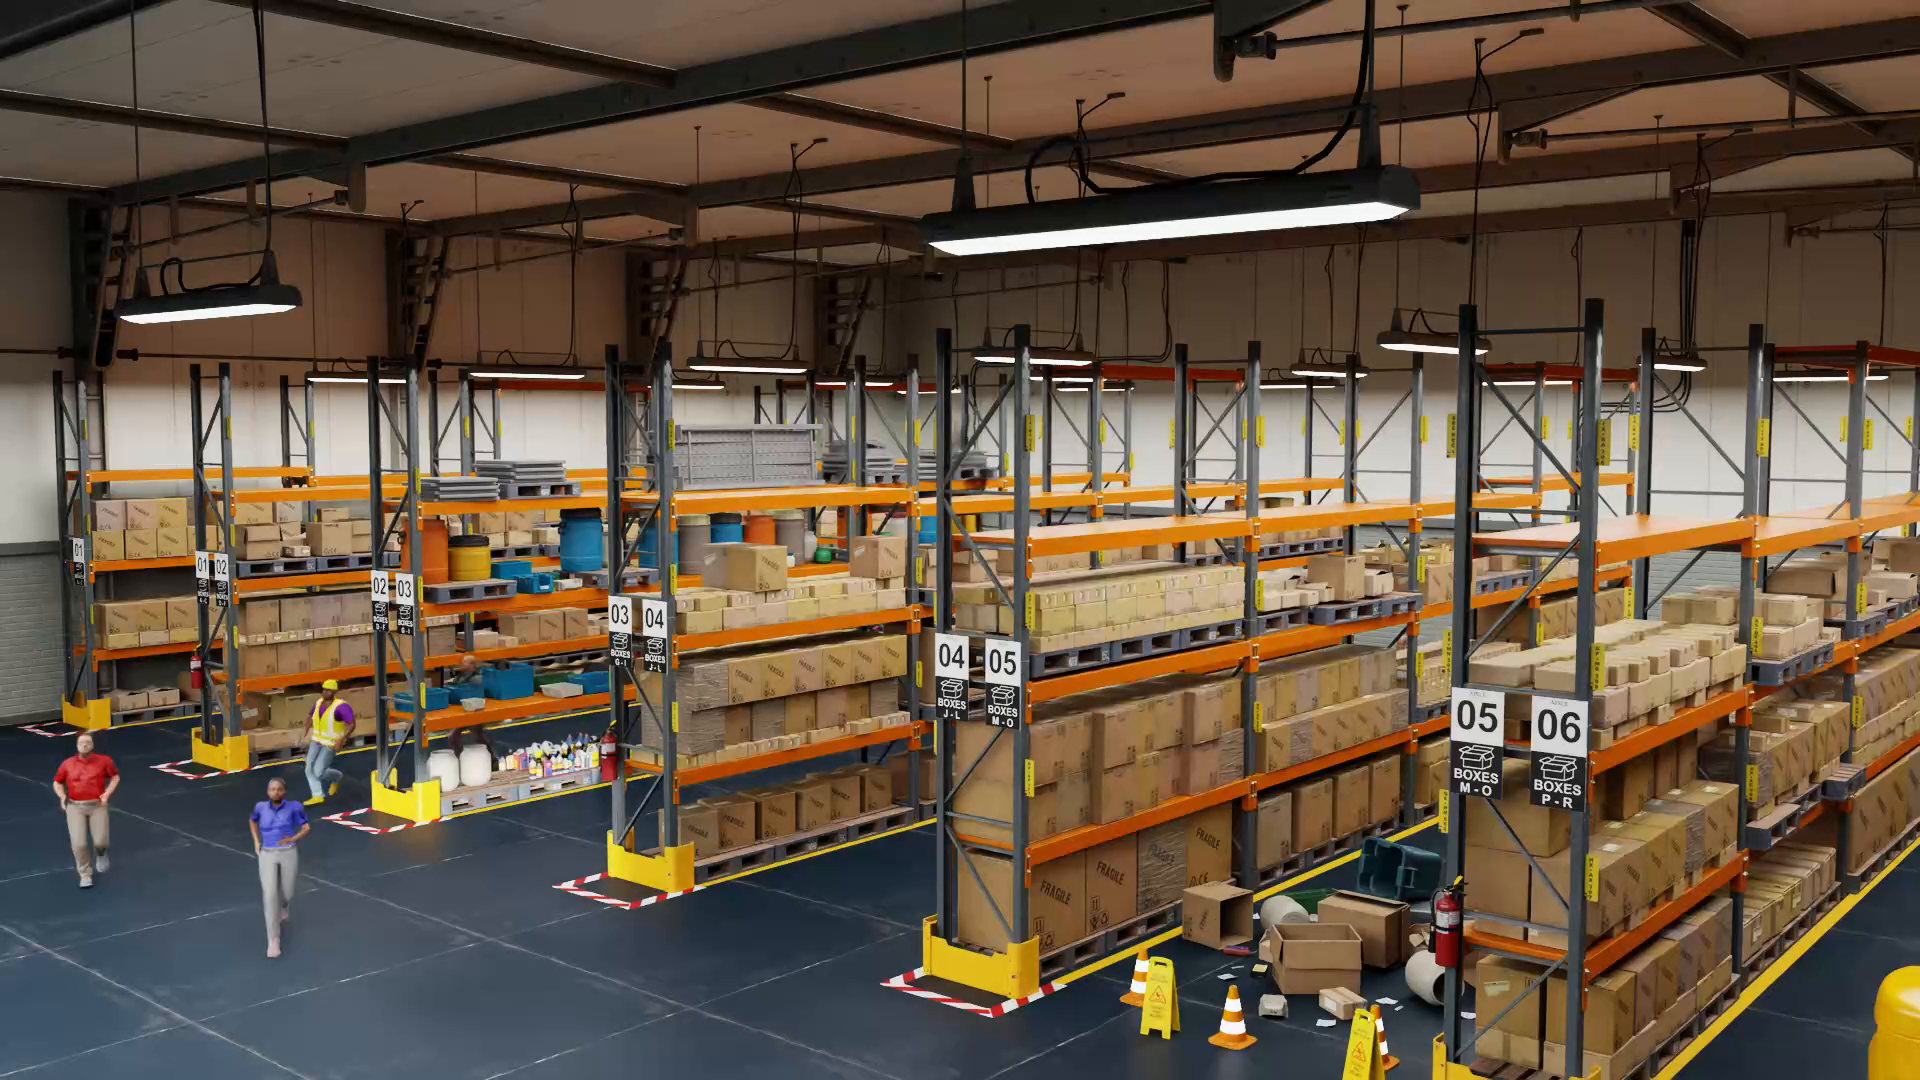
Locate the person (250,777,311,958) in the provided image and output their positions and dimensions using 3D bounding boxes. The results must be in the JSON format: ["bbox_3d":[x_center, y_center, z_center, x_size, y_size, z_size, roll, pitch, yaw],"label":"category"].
[{"bbox_3d":[-6.711,3.167,16.445,0.543,1.688,1.047,-2,5,-26],"label":"person"}]

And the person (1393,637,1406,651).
[{"bbox_3d":[6.820,2.384,25.896,0.710,1.792,1.054,3,5,38],"label":"person"}]

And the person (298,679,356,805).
[{"bbox_3d":[-8.485,2.707,22.338,0.753,1.704,0.555,2,4,23],"label":"person"}]

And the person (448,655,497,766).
[{"bbox_3d":[-7.134,2.551,24.177,0.633,1.771,0.825,3,5,34],"label":"person"}]

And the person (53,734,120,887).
[{"bbox_3d":[-9.724,2.988,18.522,0.661,1.672,0.608,-2,5,-24],"label":"person"}]
